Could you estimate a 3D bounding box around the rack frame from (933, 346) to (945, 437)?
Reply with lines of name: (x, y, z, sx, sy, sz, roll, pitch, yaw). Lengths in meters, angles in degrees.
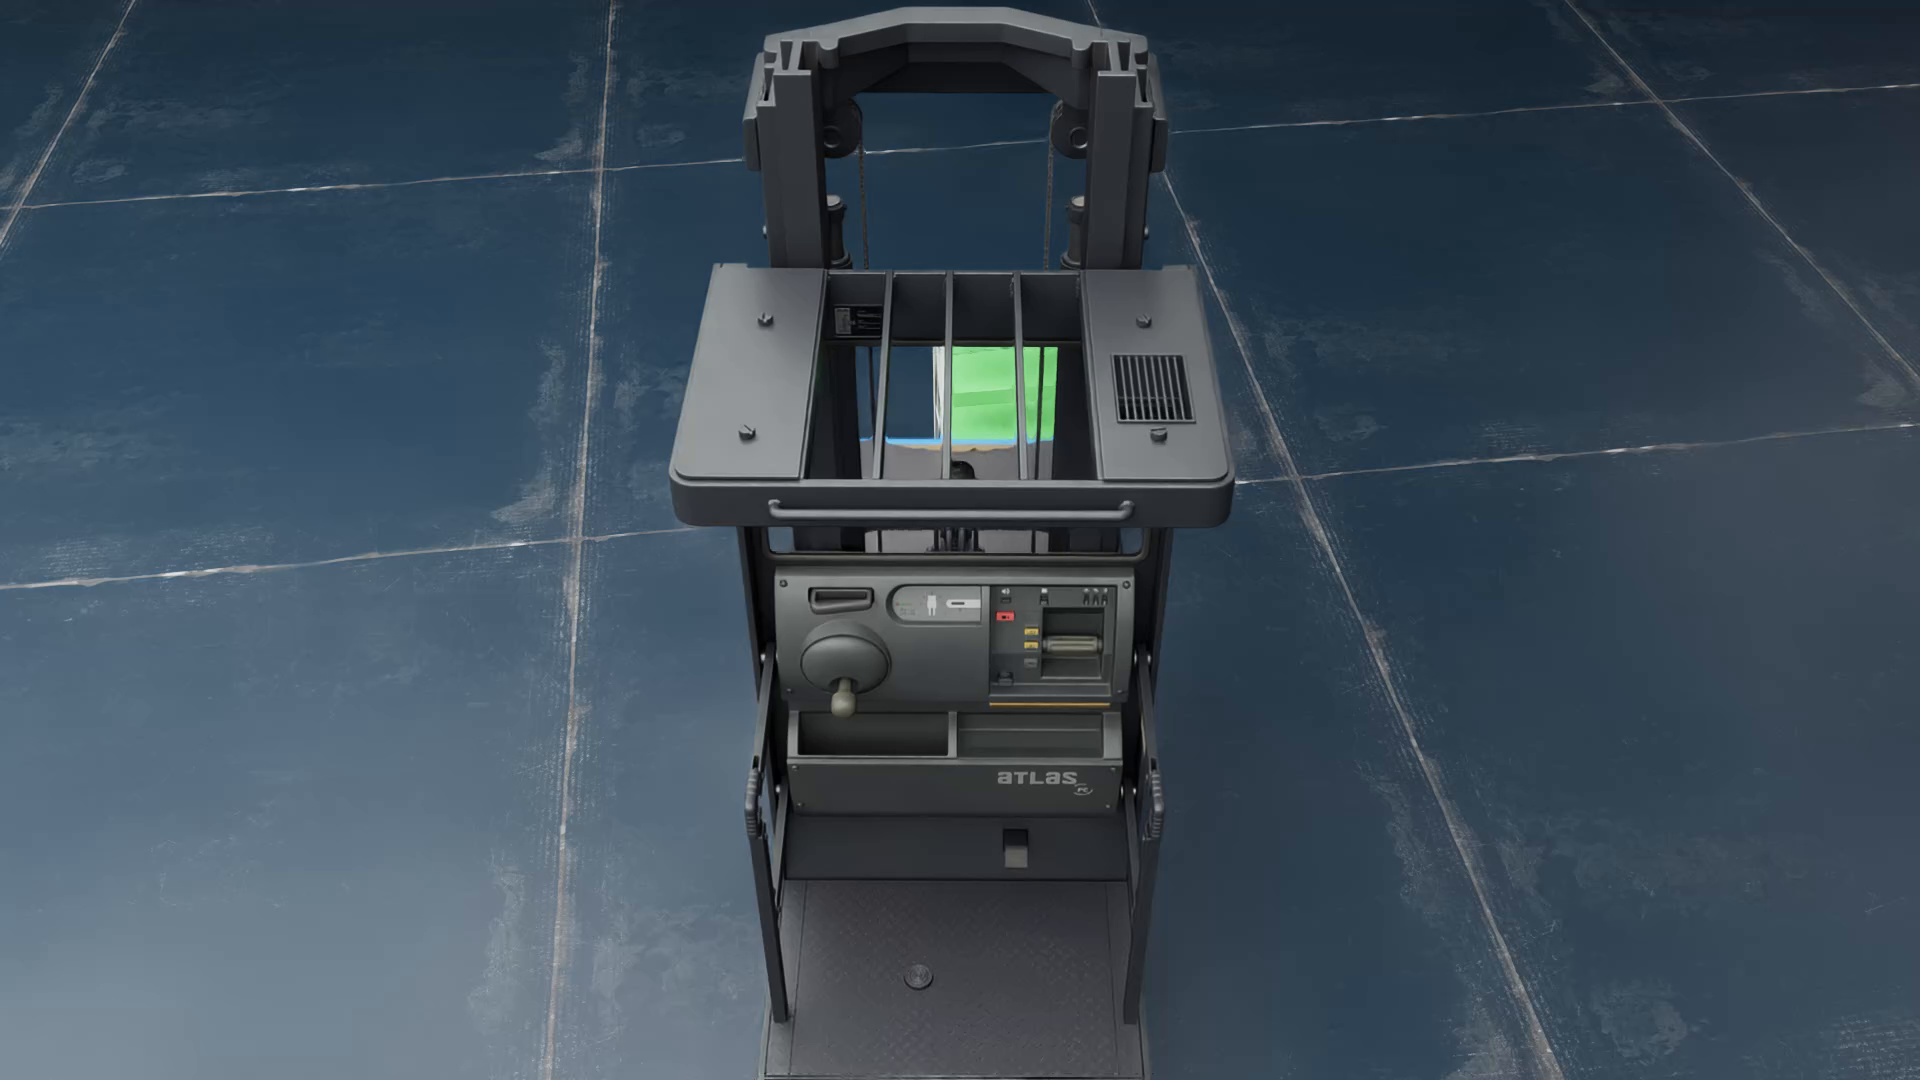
rack frame: (-0.078, -0.439, 6.341, 0.015, 1.200, 0.240, -5, 42, -6)

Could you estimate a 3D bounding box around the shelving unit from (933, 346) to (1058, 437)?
shelving unit: (0.164, -0.460, 6.364, 0.503, 1.200, 0.258, -5, 42, -6)

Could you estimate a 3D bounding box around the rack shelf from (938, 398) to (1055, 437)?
rack shelf: (0.164, -0.412, 6.407, 0.480, 0.148, 0.258, -5, 42, -6)

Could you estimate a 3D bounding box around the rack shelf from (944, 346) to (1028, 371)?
rack shelf: (0.164, -0.769, 6.085, 0.480, 0.148, 0.258, -5, 42, -6)

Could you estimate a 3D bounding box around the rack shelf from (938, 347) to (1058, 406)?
rack shelf: (0.164, -0.591, 6.246, 0.480, 0.148, 0.258, -5, 42, -6)

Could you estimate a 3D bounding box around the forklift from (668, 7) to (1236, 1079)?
forklift: (-0.013, 0.350, 4.174, 1.130, 2.935, 3.031, 0, 42, 0)
